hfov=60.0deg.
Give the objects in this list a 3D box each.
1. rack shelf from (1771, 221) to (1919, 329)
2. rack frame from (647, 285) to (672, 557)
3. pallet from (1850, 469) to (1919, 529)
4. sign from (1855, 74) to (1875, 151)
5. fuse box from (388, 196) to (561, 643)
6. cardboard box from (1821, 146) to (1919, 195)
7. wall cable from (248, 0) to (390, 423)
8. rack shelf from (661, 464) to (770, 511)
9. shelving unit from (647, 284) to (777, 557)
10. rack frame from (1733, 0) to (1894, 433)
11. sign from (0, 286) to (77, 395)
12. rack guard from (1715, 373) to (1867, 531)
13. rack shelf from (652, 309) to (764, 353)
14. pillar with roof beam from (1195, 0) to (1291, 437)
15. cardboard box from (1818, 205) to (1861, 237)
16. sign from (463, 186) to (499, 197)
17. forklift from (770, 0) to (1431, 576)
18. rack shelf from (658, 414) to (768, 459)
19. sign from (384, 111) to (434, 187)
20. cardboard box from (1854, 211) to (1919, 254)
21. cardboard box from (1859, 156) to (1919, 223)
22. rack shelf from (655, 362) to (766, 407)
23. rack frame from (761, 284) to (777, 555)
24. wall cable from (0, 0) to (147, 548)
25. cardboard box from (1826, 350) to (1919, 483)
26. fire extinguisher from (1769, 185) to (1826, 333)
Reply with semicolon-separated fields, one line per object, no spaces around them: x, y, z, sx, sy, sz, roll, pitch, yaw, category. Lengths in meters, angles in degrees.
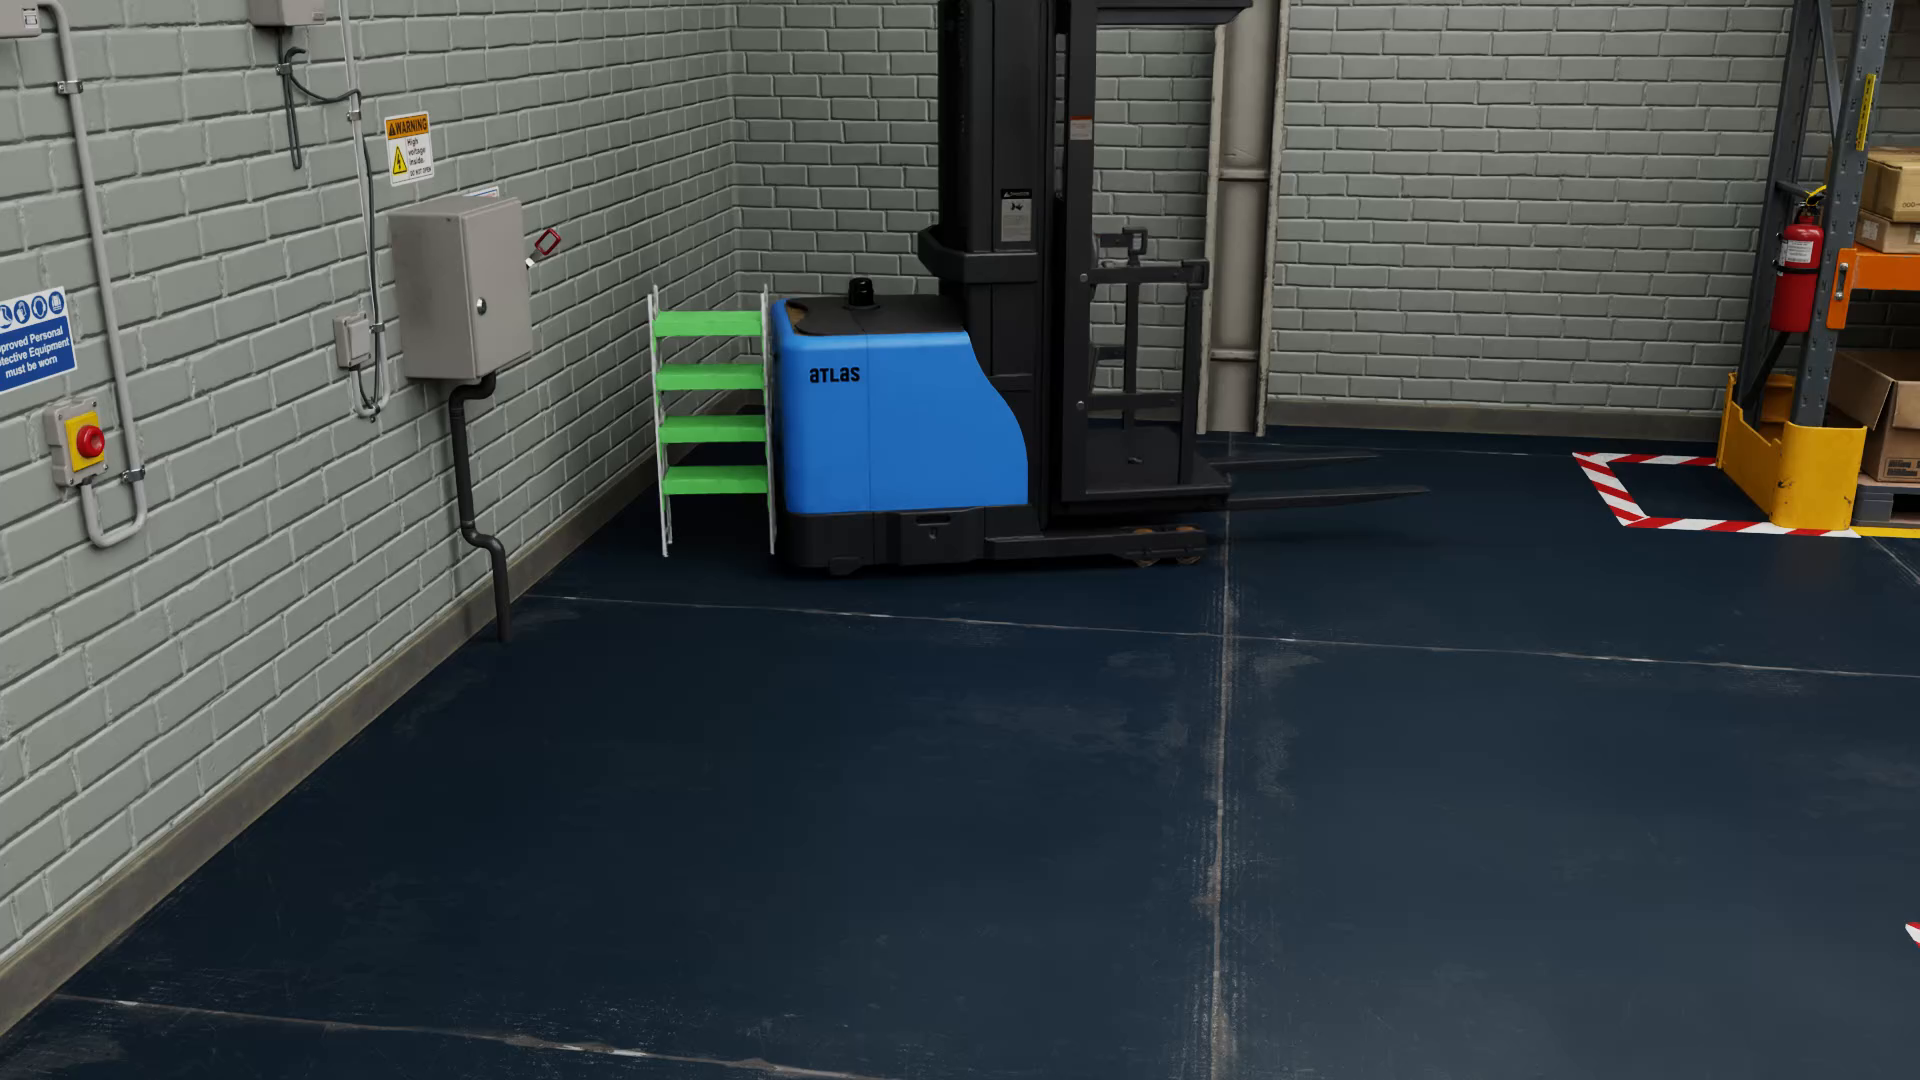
6.080;-1.217;7.845;4.000;0.370;1.077;3;19;9;rack shelf
-1.351;-0.530;7.497;0.015;1.200;0.240;-1;18;-3;rack frame
4.967;-0.292;8.344;1.213;0.211;1.003;3;19;9;pallet
4.019;-1.899;7.387;0.005;0.325;0.100;3;19;9;sign
-1.772;-0.419;6.360;0.414;1.711;0.539;3;19;9;fuse box
4.601;-1.788;8.188;0.500;0.250;0.500;3;19;10;cardboard box
-2.036;-1.306;5.379;0.122;1.984;0.588;3;19;9;wall cable
-1.108;-0.246;7.605;0.480;0.148;0.258;-1;18;-3;rack shelf
-1.108;-0.535;7.509;0.503;1.200;0.258;-1;18;-3;shelving unit
4.105;-1.658;8.032;0.127;3.000;1.000;3;19;9;rack frame
-2.318;-0.496;4.131;0.001;0.218;0.327;3;19;9;sign
4.180;-0.469;8.417;0.348;0.500;1.175;3;19;9;rack guard
-1.108;-0.929;7.378;0.480;0.148;0.258;-1;18;-3;rack shelf
0.903;-3.573;4.299;0.400;9.000;9.100;3;19;9;pillar with roof beam
4.475;-1.607;8.273;0.250;0.149;0.380;3;19;8;cardboard box
-1.899;-1.150;6.664;0.001;0.494;0.329;3;19;9;sign
0.661;-1.436;7.477;3.031;2.935;1.130;-3;19;-9;forklift
-1.108;-0.474;7.530;0.480;0.148;0.258;-1;18;-3;rack shelf
-1.986;-1.415;6.004;0.001;0.242;0.339;3;19;9;sign
4.386;-1.437;7.766;0.250;0.149;0.380;3;19;8;cardboard box
4.510;-1.621;7.688;0.500;0.250;0.500;3;19;9;cardboard box
-1.108;-0.702;7.454;0.480;0.148;0.258;-1;18;-3;rack shelf
-0.864;-0.539;7.522;0.015;1.200;0.240;-1;18;-3;rack frame
-2.250;-0.876;4.044;0.123;1.953;0.585;3;19;9;wall cable
4.694;-0.613;8.181;0.637;0.503;0.797;2;19;6;cardboard box
3.886;-1.307;7.693;0.183;0.674;0.296;3;19;9;fire extinguisher
